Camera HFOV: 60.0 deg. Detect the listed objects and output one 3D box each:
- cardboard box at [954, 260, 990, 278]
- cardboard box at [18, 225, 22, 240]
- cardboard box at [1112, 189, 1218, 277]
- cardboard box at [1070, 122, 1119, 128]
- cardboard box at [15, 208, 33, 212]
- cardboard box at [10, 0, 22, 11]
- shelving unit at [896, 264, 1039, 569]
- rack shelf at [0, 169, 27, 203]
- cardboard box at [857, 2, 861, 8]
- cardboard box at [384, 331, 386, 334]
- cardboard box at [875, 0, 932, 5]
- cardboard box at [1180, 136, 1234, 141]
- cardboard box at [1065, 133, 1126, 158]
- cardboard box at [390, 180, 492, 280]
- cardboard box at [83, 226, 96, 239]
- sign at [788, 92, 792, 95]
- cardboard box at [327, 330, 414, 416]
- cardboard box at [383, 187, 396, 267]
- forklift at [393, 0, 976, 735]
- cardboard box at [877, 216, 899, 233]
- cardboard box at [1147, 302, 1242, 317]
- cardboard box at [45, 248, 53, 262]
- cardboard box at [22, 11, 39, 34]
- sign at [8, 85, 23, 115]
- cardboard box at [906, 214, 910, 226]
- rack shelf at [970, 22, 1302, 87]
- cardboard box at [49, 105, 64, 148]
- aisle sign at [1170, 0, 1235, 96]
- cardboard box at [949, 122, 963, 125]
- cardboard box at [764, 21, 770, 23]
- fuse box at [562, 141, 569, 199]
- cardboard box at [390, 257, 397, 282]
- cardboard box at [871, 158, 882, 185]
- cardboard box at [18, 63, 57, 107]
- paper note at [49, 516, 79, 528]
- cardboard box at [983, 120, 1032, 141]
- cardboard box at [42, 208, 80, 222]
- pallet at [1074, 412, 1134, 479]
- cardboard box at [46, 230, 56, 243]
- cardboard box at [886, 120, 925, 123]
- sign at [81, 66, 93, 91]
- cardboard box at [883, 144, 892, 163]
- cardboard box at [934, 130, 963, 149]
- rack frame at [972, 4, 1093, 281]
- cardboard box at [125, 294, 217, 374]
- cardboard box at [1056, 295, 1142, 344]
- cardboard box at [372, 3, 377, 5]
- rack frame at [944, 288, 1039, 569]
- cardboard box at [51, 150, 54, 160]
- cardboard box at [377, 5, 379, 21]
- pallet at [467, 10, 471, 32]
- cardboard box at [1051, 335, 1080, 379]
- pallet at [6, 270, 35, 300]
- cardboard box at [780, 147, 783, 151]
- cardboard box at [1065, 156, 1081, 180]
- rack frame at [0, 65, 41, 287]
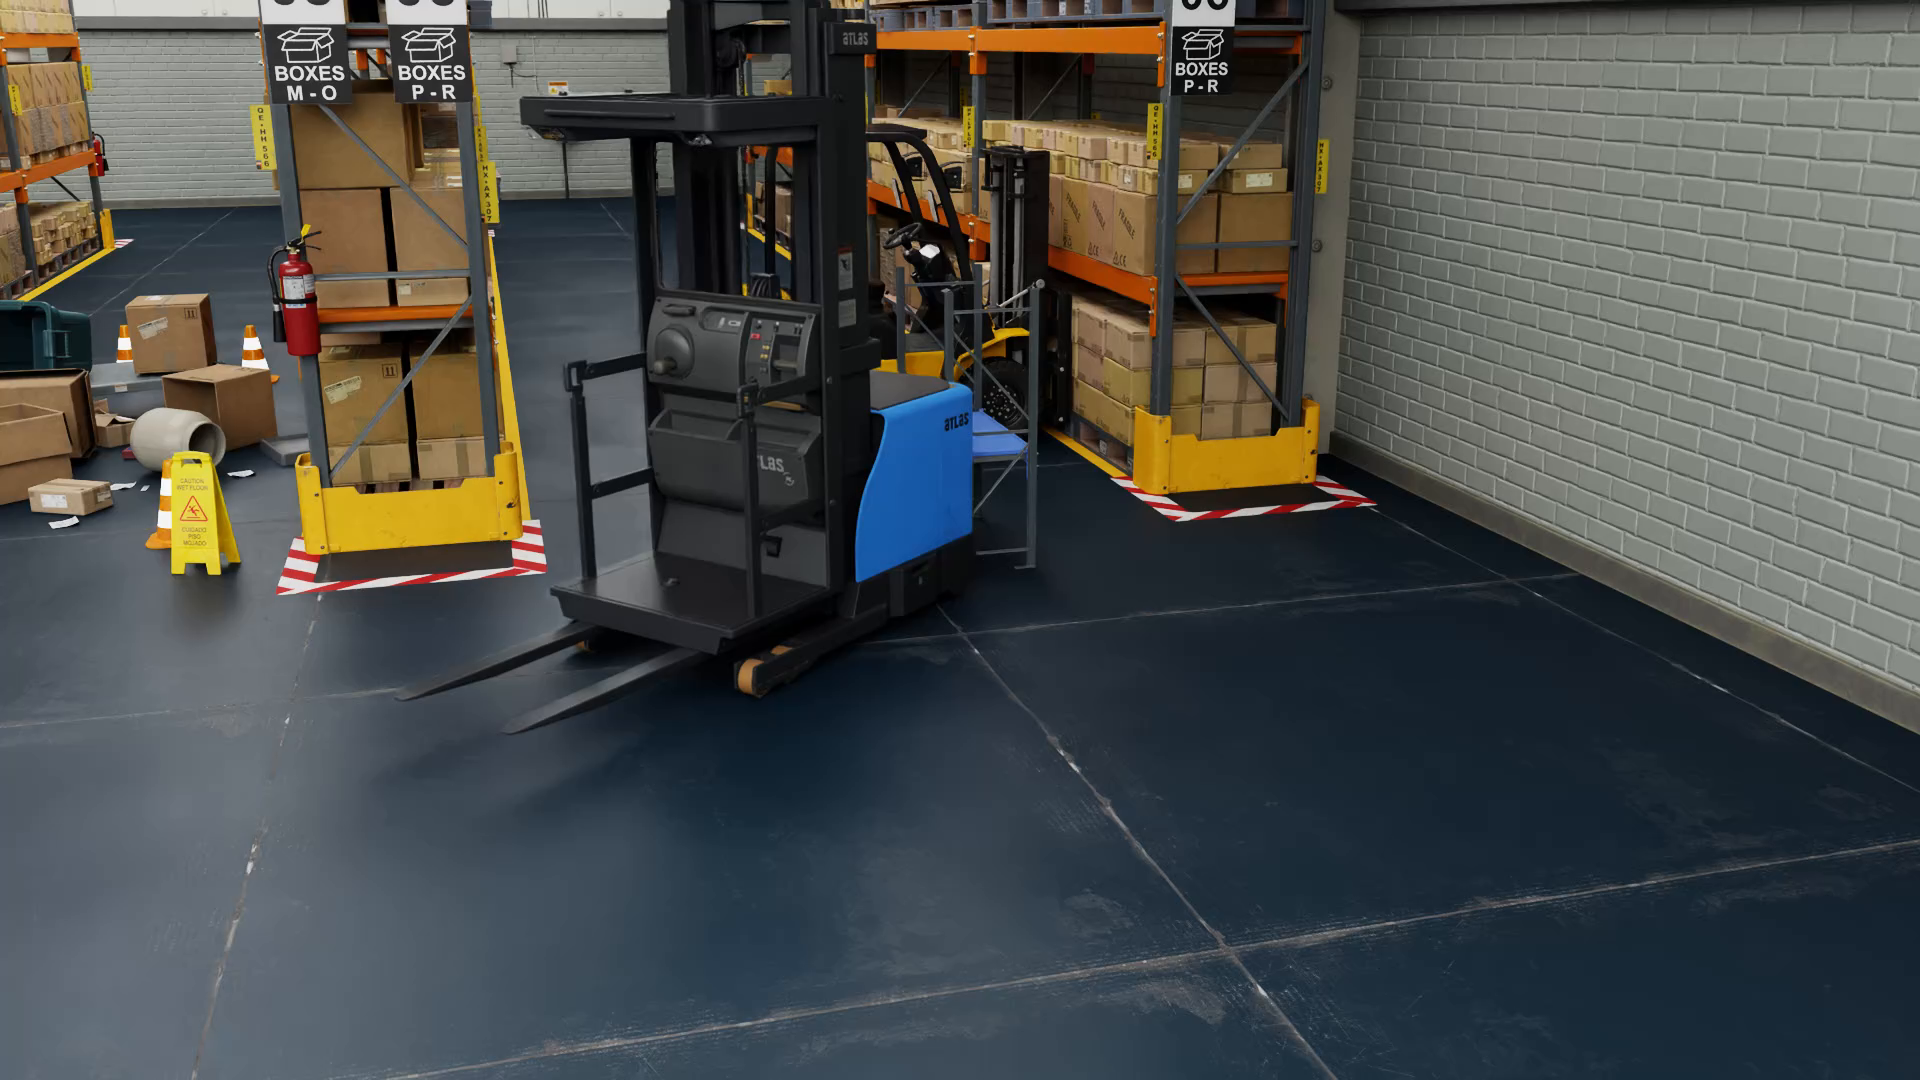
[{"bbox_3d":[0.441,-2.130,14.727,0.875,0.625,0.625,-4,17,-13],"label":"cardboard box"},{"bbox_3d":[-11.002,-3.555,19.266,0.380,0.149,0.250,-4,17,-13],"label":"cardboard box"},{"bbox_3d":[1.307,-1.980,10.655,0.500,0.500,0.500,-5,17,-16],"label":"cardboard box"},{"bbox_3d":[1.088,-3.215,13.121,0.380,0.149,0.250,-5,17,-16],"label":"cardboard box"},{"bbox_3d":[-12.103,-4.170,21.311,0.380,0.149,0.250,-6,18,-18],"label":"cardboard box"},{"bbox_3d":[-11.140,-6.218,19.114,0.500,0.250,0.500,-5,17,-15],"label":"cardboard box"},{"bbox_3d":[0.023,-0.695,9.158,0.538,1.500,1.048,-5,17,-15],"label":"shelving unit"},{"bbox_3d":[-10.557,-3.425,16.891,1.077,0.370,4.000,-5,17,-15],"label":"rack shelf"},{"bbox_3d":[-0.885,-5.737,17.692,0.380,0.149,0.250,-5,17,-17],"label":"cardboard box"},{"bbox_3d":[-3.779,-1.344,10.331,0.380,0.149,0.250,-4,17,-14],"label":"cardboard box"},{"bbox_3d":[-0.539,-5.543,16.400,0.500,0.500,0.500,-5,17,-15],"label":"cardboard box"},{"bbox_3d":[1.628,-2.644,11.221,0.380,0.149,0.250,-5,17,-15],"label":"cardboard box"},{"bbox_3d":[0.946,-2.745,11.558,0.380,0.149,0.250,-4,17,-14],"label":"cardboard box"},{"bbox_3d":[-2.940,-1.766,9.427,0.500,0.500,0.500,-5,17,-16],"label":"cardboard box"},{"bbox_3d":[-11.692,-4.073,22.023,0.380,0.149,0.250,-4,17,-14],"label":"cardboard box"},{"bbox_3d":[-2.123,-5.505,21.061,0.100,0.325,0.005,-5,17,-15],"label":"sign"},{"bbox_3d":[-3.694,-1.011,10.351,0.500,0.500,0.500,-4,17,-13],"label":"cardboard box"},{"bbox_3d":[-3.624,-1.881,9.808,0.500,0.500,0.500,-5,17,-15],"label":"cardboard box"},{"bbox_3d":[-1.146,-0.878,7.282,1.130,2.935,3.031,11,20,32],"label":"forklift"},{"bbox_3d":[-0.883,-3.461,18.246,0.380,0.149,0.250,-6,18,-18],"label":"cardboard box"},{"bbox_3d":[1.604,-1.465,11.428,0.500,0.250,0.500,-5,17,-15],"label":"cardboard box"},{"bbox_3d":[-10.971,-3.358,19.644,0.380,0.149,0.250,-4,17,-14],"label":"cardboard box"},{"bbox_3d":[-11.251,-6.120,19.659,0.500,0.250,0.500,-4,17,-13],"label":"cardboard box"},{"bbox_3d":[-10.574,-4.922,18.612,0.100,0.325,0.005,-5,17,-15],"label":"sign"},{"bbox_3d":[-0.395,-3.588,18.672,0.380,0.149,0.250,-4,17,-14],"label":"cardboard box"},{"bbox_3d":[1.145,-3.462,11.799,1.077,0.370,4.000,-5,17,-15],"label":"rack shelf"},{"bbox_3d":[-11.422,-5.095,20.508,0.500,0.500,0.500,-4,17,-12],"label":"cardboard box"},{"bbox_3d":[1.430,-3.020,9.773,0.394,0.787,0.004,-5,17,-15],"label":"aisle sign"},{"bbox_3d":[0.104,-4.033,16.363,0.380,0.149,0.250,-5,17,-16],"label":"cardboard box"},{"bbox_3d":[-2.391,-7.182,22.678,0.500,0.250,0.500,-5,17,-16],"label":"cardboard box"},{"bbox_3d":[-6.986,-6.915,29.499,0.539,1.711,0.414,-5,17,-15],"label":"fuse box"},{"bbox_3d":[-3.647,-1.674,10.247,0.380,0.149,0.250,-4,17,-14],"label":"cardboard box"},{"bbox_3d":[-0.617,-3.815,17.201,0.500,0.250,0.500,-5,17,-15],"label":"cardboard box"},{"bbox_3d":[-11.401,-5.562,20.327,0.500,0.500,0.500,-5,18,-17],"label":"cardboard box"},{"bbox_3d":[-5.251,-0.105,9.749,0.148,0.019,0.142,-12,20,-34],"label":"paper note"},{"bbox_3d":[0.398,-3.312,13.447,0.380,0.149,0.250,-4,17,-14],"label":"cardboard box"},{"bbox_3d":[-11.472,-4.142,21.217,0.380,0.149,0.250,-4,17,-13],"label":"cardboard box"},{"bbox_3d":[1.444,-0.689,11.380,1.003,0.211,1.213,-5,17,-15],"label":"pallet"},{"bbox_3d":[-11.280,-3.707,20.288,0.380,0.149,0.250,-4,17,-13],"label":"cardboard box"},{"bbox_3d":[-0.530,-4.134,16.698,0.380,0.149,0.250,-4,17,-14],"label":"cardboard box"},{"bbox_3d":[-11.666,-6.174,22.229,0.100,0.325,0.005,-5,17,-15],"label":"sign"},{"bbox_3d":[-0.480,-3.916,16.667,0.500,0.250,0.500,-4,17,-14],"label":"cardboard box"},{"bbox_3d":[-0.017,-3.562,14.796,0.380,0.149,0.250,-5,18,-17],"label":"cardboard box"},{"bbox_3d":[0.595,-2.923,13.969,1.000,3.000,0.127,-5,17,-15],"label":"rack frame"},{"bbox_3d":[-5.879,-1.546,12.413,0.500,0.500,0.500,-5,17,-15],"label":"cardboard box"},{"bbox_3d":[0.974,-1.562,11.749,0.500,0.250,0.500,-4,17,-15],"label":"cardboard box"},{"bbox_3d":[-4.043,-3.612,10.792,0.500,0.250,0.500,-5,17,-15],"label":"cardboard box"},{"bbox_3d":[0.163,-0.554,8.690,0.500,1.500,0.032,-5,17,-15],"label":"rack frame"},{"bbox_3d":[-11.396,-4.738,20.447,0.380,0.149,0.250,-4,17,-13],"label":"cardboard box"},{"bbox_3d":[-4.103,-3.531,11.216,0.380,0.149,0.250,-4,17,-14],"label":"cardboard box"},{"bbox_3d":[-5.503,-5.156,16.517,1.213,0.211,1.003,-4,17,-13],"label":"pallet"},{"bbox_3d":[0.971,-1.331,11.849,0.500,0.250,0.500,-5,17,-17],"label":"cardboard box"},{"bbox_3d":[-10.891,-2.772,18.314,1.003,0.211,1.213,-5,17,-15],"label":"pallet"},{"bbox_3d":[-2.264,-5.367,22.542,0.380,0.149,0.250,-5,17,-16],"label":"cardboard box"},{"bbox_3d":[0.954,-2.602,11.598,0.380,0.149,0.250,-5,17,-15],"label":"cardboard box"},{"bbox_3d":[-11.106,-4.323,18.630,1.000,3.000,0.127,-5,17,-15],"label":"rack frame"}]
